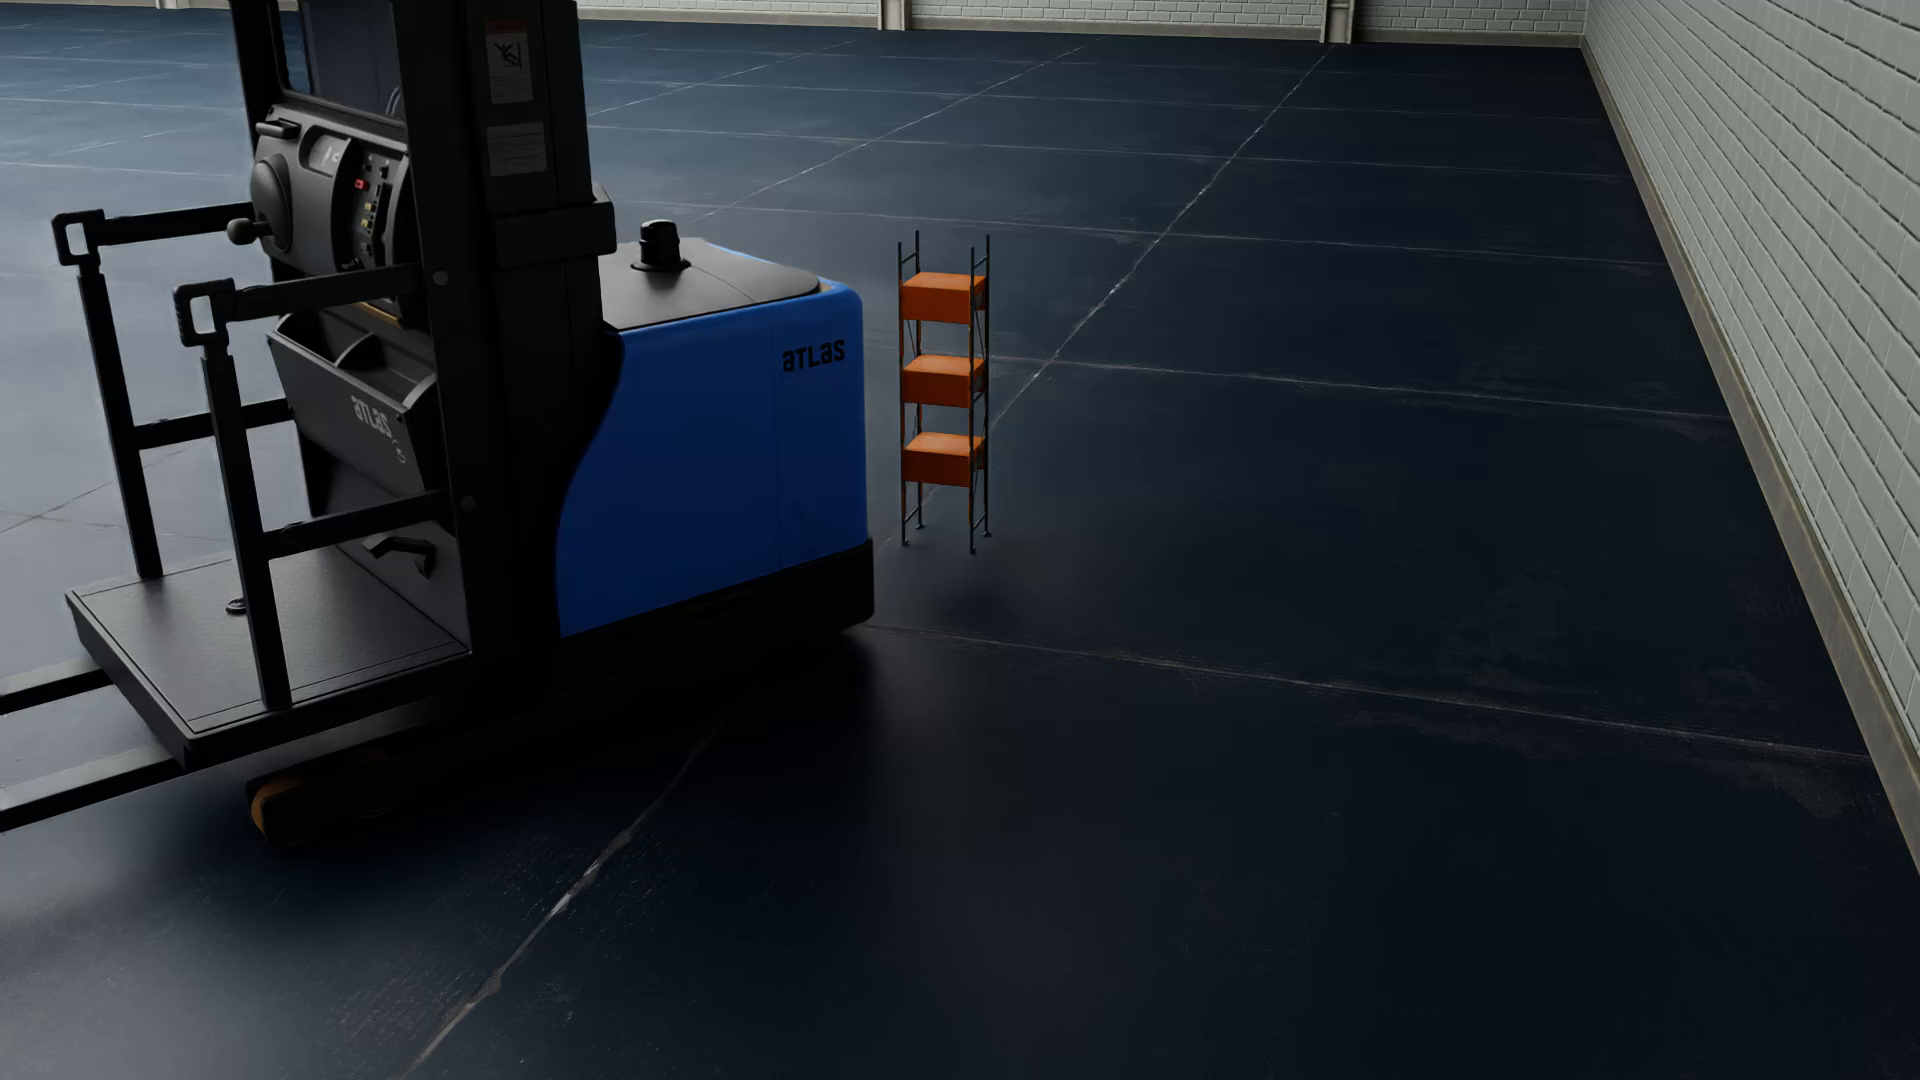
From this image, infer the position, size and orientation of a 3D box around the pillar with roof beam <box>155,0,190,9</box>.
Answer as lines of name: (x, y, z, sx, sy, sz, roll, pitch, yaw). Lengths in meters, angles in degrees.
pillar with roof beam: (-13.632, -10.981, 20.684, 0.400, 9.000, 9.100, 7, 23, 16)

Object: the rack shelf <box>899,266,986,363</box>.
rack shelf: (-0.051, -0.744, 5.481, 0.240, 0.259, 0.215, 7, 23, 15)

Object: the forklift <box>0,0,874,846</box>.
forklift: (-1.713, -0.849, 3.977, 3.031, 2.935, 1.130, -18, 28, -37)

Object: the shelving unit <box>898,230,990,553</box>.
shelving unit: (-0.051, -0.492, 5.585, 0.252, 1.050, 0.215, 7, 23, 15)

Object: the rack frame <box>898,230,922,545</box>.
rack frame: (-0.168, -0.505, 5.618, 0.008, 1.050, 0.200, 7, 23, 15)

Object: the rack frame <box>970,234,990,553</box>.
rack frame: (0.066, -0.478, 5.552, 0.008, 1.050, 0.200, 7, 23, 15)

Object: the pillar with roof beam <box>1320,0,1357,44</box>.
pillar with roof beam: (3.600, -9.008, 15.873, 0.400, 9.000, 9.100, 7, 23, 16)

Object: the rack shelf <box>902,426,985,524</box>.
rack shelf: (-0.051, -0.225, 5.695, 0.240, 0.259, 0.215, 7, 23, 15)

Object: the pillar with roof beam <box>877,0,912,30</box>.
pillar with roof beam: (-2.144, -9.666, 17.477, 0.400, 9.000, 9.100, 7, 23, 16)

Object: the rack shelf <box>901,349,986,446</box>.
rack shelf: (-0.051, -0.482, 5.589, 0.240, 0.259, 0.215, 7, 23, 15)
